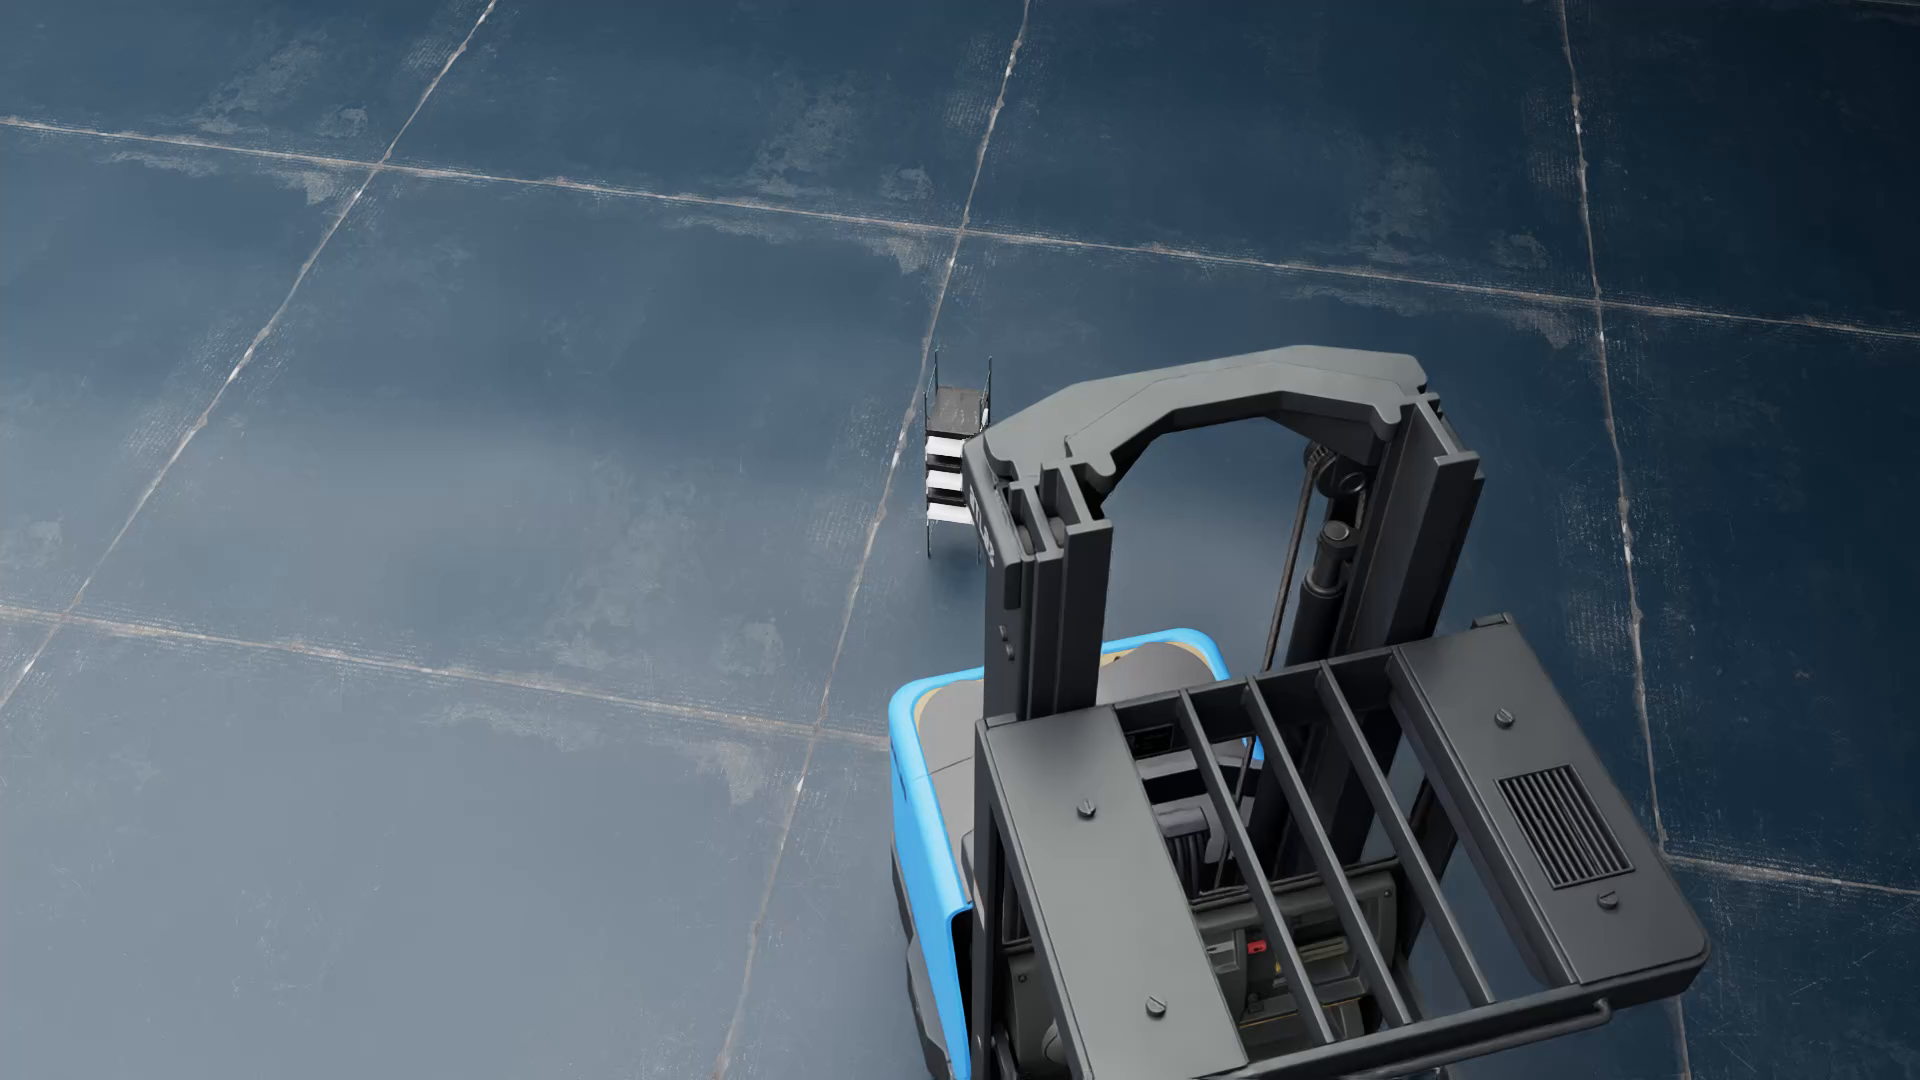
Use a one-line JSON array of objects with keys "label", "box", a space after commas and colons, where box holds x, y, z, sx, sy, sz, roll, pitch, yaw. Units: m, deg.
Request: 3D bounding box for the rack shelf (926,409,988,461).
[{"label": "rack shelf", "box": [-0.008, -0.400, 6.279, 0.200, 0.077, 0.258, 8, 49, 7]}]

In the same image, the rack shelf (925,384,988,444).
[{"label": "rack shelf", "box": [-0.008, -0.460, 6.212, 0.200, 0.077, 0.258, 8, 49, 7]}]

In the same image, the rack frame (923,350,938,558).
[{"label": "rack frame", "box": [-0.108, -0.315, 6.400, 0.006, 0.900, 0.240, 8, 49, 7]}]

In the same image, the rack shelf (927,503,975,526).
[{"label": "rack shelf", "box": [-0.008, -0.159, 6.547, 0.200, 0.077, 0.258, 8, 49, 7]}]

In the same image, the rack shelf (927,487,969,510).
[{"label": "rack shelf", "box": [-0.008, -0.219, 6.480, 0.200, 0.077, 0.258, 8, 49, 7]}]

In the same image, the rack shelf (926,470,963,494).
[{"label": "rack shelf", "box": [-0.008, -0.280, 6.413, 0.200, 0.077, 0.258, 8, 49, 7]}]

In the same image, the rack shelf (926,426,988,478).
[{"label": "rack shelf", "box": [-0.008, -0.340, 6.346, 0.200, 0.077, 0.258, 8, 49, 7]}]

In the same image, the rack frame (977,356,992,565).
[{"label": "rack frame", "box": [0.092, -0.288, 6.376, 0.006, 0.900, 0.240, 8, 49, 7]}]

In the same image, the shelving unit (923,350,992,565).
[{"label": "shelving unit", "box": [-0.008, -0.302, 6.388, 0.210, 0.900, 0.258, 8, 49, 7]}]

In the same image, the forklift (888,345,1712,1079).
[{"label": "forklift", "box": [0.627, 1.143, 3.724, 1.130, 2.935, 3.031, -11, 49, -9]}]
